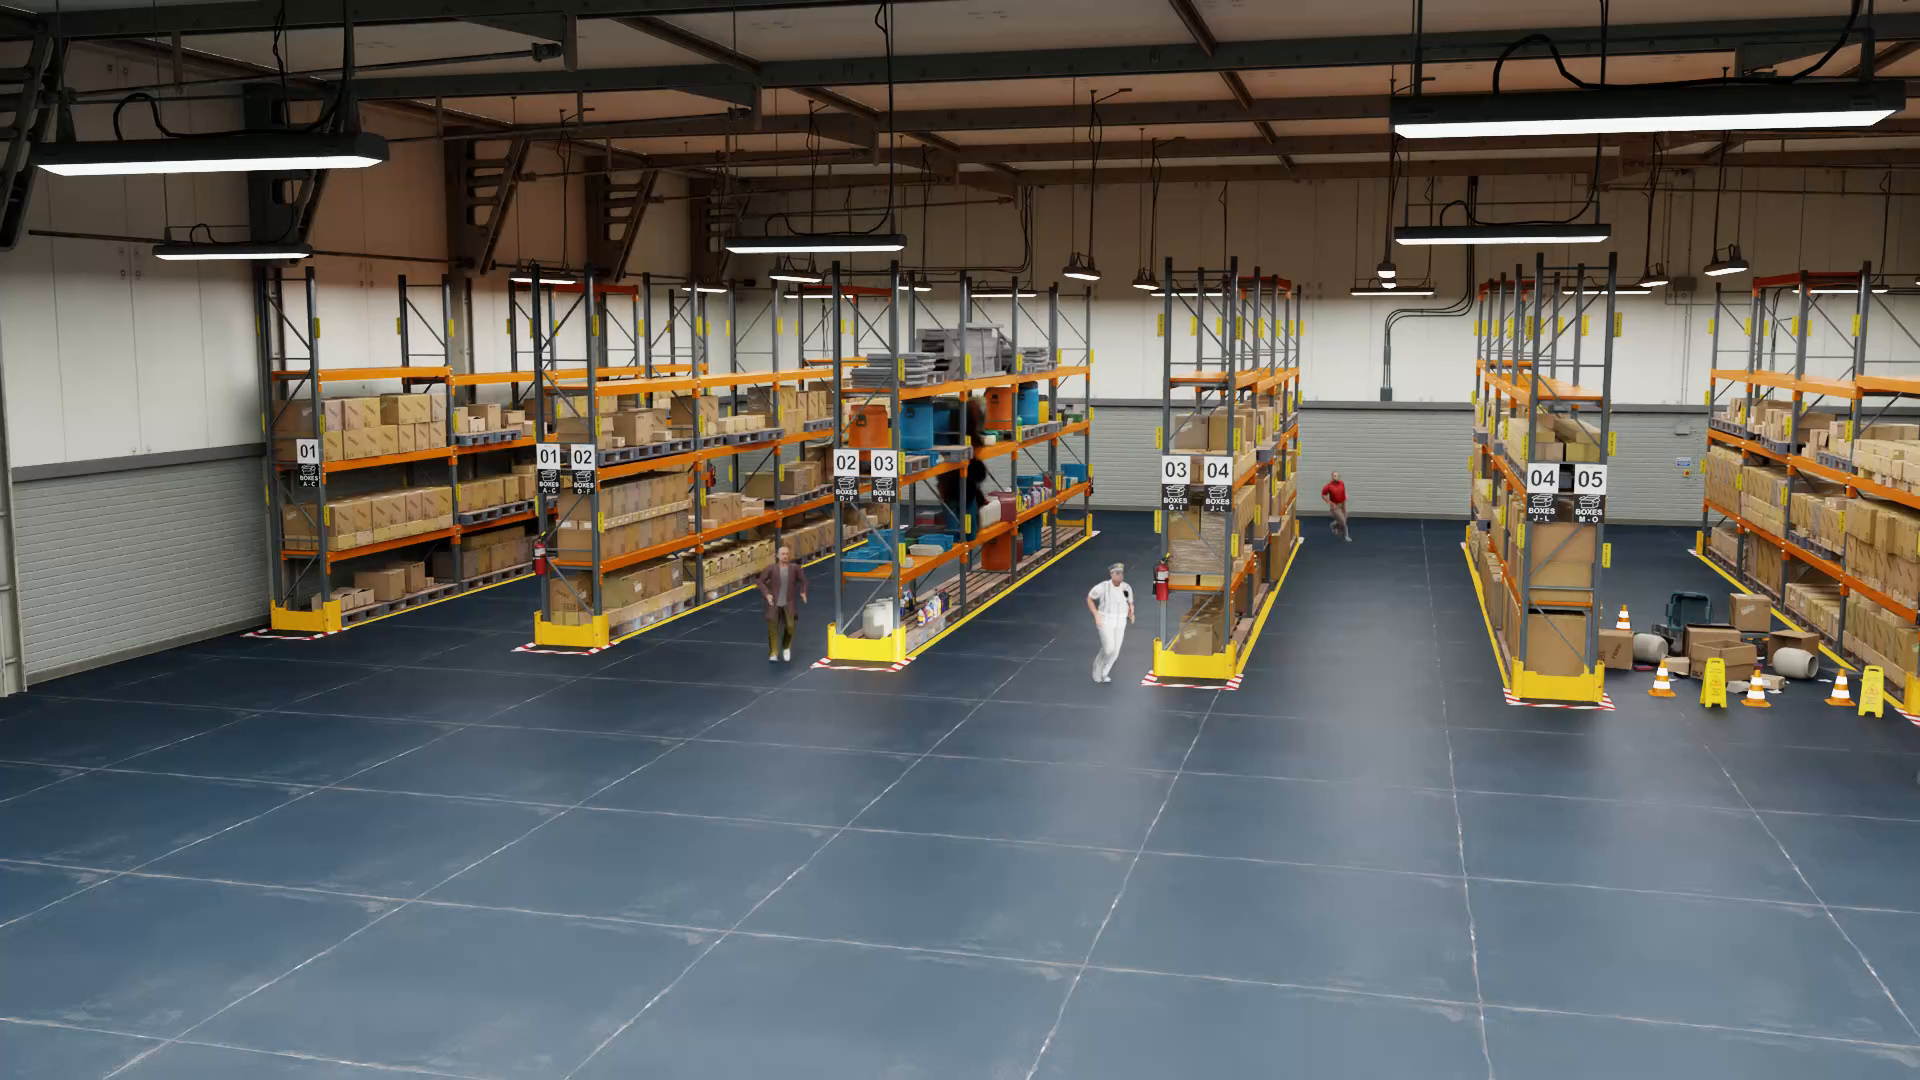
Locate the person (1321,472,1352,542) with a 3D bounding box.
[{"bbox_3d":[8.865,-0.793,39.403,0.715,1.649,0.767,-4,8,-28],"label":"person"}]

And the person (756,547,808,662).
[{"bbox_3d":[-2.667,0.977,24.990,0.776,1.744,0.529,-1,7,-8],"label":"person"}]

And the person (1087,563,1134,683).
[{"bbox_3d":[2.171,1.174,23.500,0.652,1.712,0.655,-3,8,-21],"label":"person"}]
